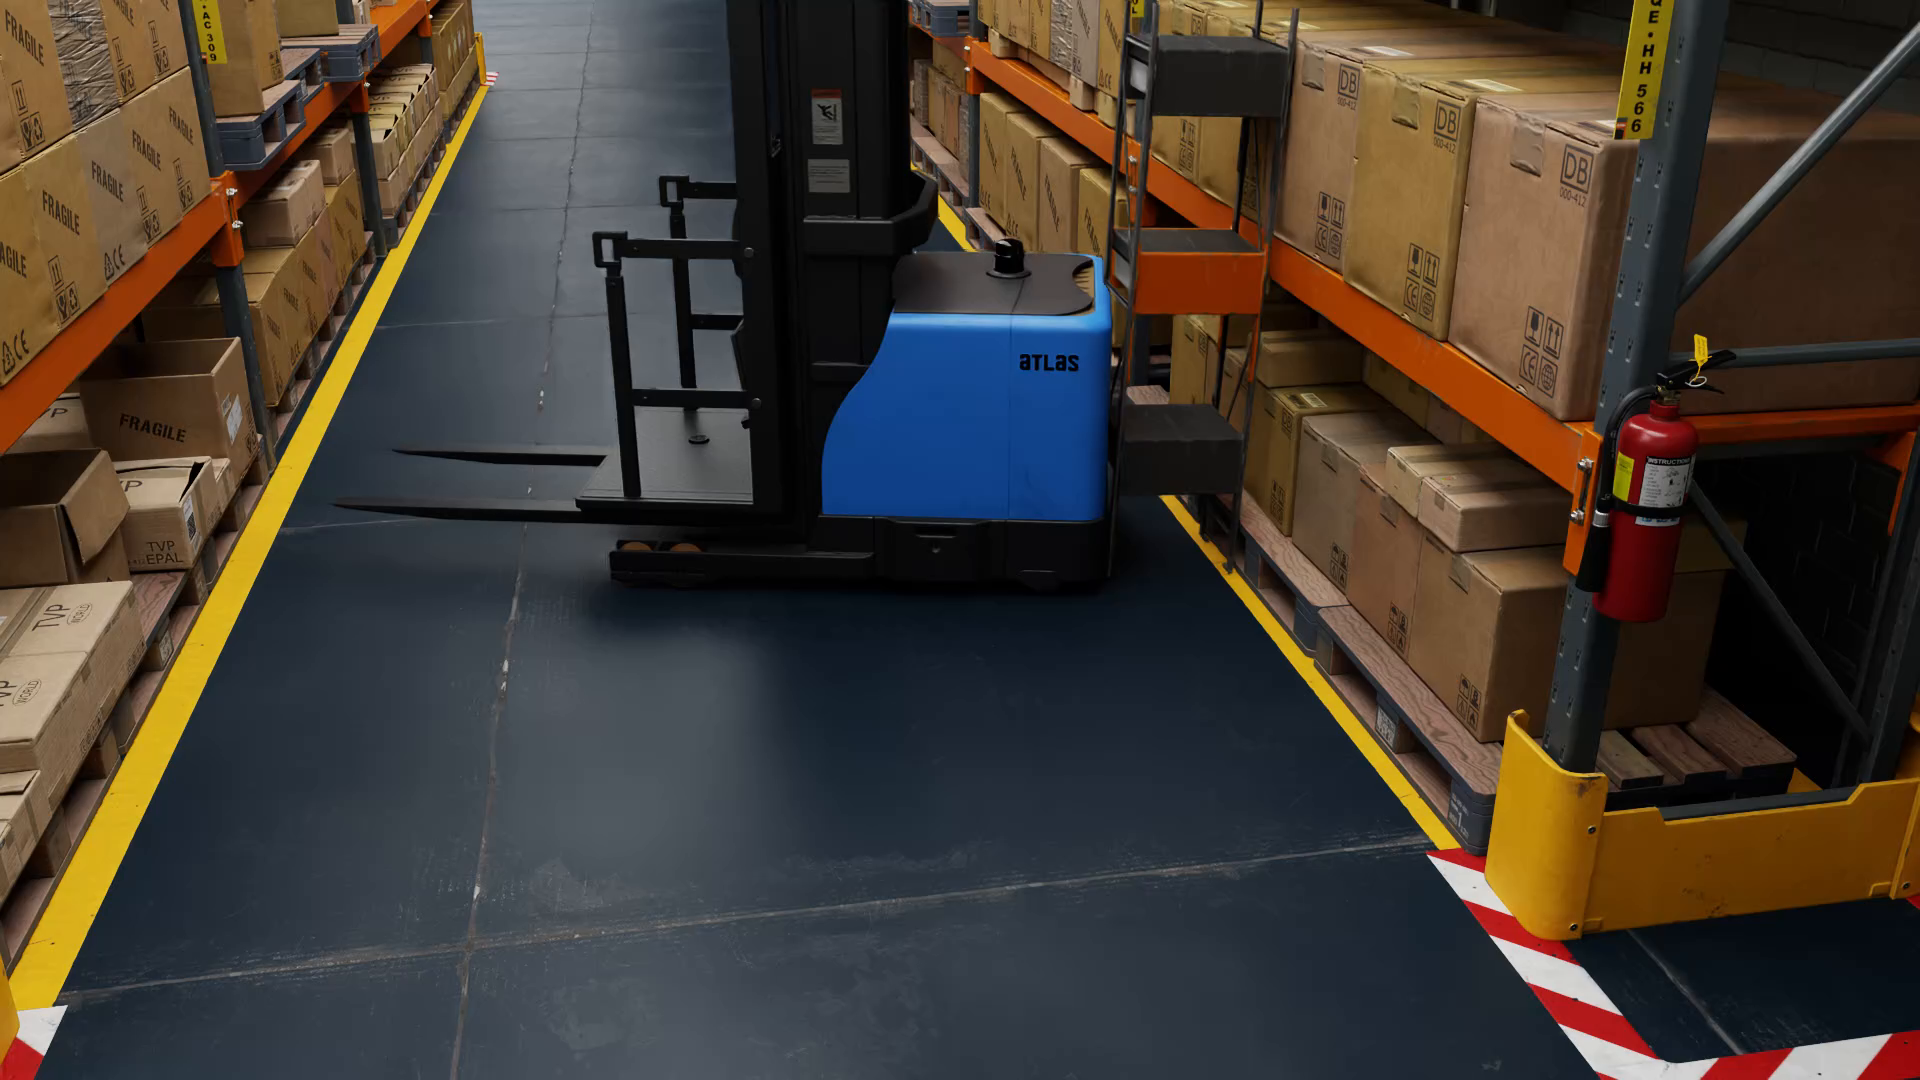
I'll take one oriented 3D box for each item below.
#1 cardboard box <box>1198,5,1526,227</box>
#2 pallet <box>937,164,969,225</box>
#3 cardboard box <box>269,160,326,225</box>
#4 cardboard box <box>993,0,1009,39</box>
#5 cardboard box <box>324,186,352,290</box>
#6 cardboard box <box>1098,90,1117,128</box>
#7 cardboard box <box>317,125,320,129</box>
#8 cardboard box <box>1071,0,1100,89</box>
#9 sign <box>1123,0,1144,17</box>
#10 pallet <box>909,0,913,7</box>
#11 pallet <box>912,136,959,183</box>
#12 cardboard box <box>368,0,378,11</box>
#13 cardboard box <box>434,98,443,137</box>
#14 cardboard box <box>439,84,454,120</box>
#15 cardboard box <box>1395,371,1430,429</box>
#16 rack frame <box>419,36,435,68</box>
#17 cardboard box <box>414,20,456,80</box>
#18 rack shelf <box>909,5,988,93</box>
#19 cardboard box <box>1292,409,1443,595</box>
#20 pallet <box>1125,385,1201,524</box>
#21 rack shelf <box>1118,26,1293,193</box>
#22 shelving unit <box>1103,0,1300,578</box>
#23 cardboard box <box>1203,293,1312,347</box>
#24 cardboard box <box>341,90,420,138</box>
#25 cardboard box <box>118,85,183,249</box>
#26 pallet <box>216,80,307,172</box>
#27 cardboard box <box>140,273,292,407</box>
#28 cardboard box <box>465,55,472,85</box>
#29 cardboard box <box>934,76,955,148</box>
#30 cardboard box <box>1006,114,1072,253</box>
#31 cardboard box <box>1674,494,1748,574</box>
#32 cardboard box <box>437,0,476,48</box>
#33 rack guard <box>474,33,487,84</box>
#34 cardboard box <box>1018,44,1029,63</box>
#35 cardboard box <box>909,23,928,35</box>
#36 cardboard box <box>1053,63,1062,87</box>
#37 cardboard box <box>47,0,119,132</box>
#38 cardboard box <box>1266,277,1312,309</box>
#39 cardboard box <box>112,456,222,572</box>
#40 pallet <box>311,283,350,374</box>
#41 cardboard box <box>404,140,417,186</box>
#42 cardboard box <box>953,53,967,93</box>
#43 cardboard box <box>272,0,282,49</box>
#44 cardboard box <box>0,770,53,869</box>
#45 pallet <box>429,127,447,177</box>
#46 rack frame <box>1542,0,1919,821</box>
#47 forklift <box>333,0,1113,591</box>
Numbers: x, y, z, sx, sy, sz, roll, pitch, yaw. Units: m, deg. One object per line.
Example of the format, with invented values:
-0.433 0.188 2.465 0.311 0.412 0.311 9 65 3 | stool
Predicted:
1.517 -1.650 6.406 0.980 0.700 0.700 -5 24 -11 | cardboard box
0.421 -2.618 12.480 1.003 0.211 1.213 -4 24 -10 | pallet
-3.692 -1.845 8.864 0.500 0.250 0.500 -5 24 -11 | cardboard box
0.490 -3.363 10.180 0.500 0.500 0.500 -4 24 -8 | cardboard box
-3.805 -1.722 9.519 0.500 0.500 0.500 -5 24 -12 | cardboard box
0.893 -2.118 8.142 0.380 0.149 0.250 -4 24 -9 | cardboard box
-4.745 -2.801 11.626 0.500 0.311 0.500 -5 24 -11 | cardboard box
0.866 -2.569 8.363 0.500 0.500 0.500 -4 24 -9 | cardboard box
0.772 -2.465 7.299 0.100 0.325 0.005 -4 24 -10 | sign
0.158 -4.276 13.032 1.003 0.211 1.213 -4 24 -10 | pallet
0.199 -3.097 13.577 1.003 0.211 1.213 -4 24 -10 | pallet
-4.820 -4.329 12.789 0.500 0.500 0.500 -3 24 -6 | cardboard box
-4.682 -3.584 14.120 0.500 0.250 0.500 -5 24 -10 | cardboard box
-4.831 -3.931 14.913 0.500 0.250 0.500 -4 24 -10 | cardboard box
1.799 -0.518 5.976 0.380 0.149 0.250 -4 24 -9 | cardboard box
-5.043 -4.793 13.978 1.000 3.000 0.127 -4 24 -10 | rack frame
-4.922 -4.471 15.213 0.500 0.500 0.500 -4 24 -10 | cardboard box
0.194 -4.045 13.163 1.077 0.370 4.000 -4 24 -10 | rack shelf
1.629 -0.151 5.946 0.700 0.500 0.500 -5 24 -11 | cardboard box
1.367 -0.432 7.476 1.003 0.211 1.213 -4 24 -10 | pallet
0.851 -1.533 5.896 0.480 0.518 0.431 -1 24 -10 | rack shelf
0.821 -0.904 6.167 0.503 2.100 0.431 -1 24 -10 | shelving unit
1.225 -0.909 6.872 0.380 0.149 0.250 -4 24 -8 | cardboard box
-4.405 -3.246 12.645 0.500 0.311 0.500 -5 24 -10 | cardboard box
-3.123 -1.312 5.882 0.500 0.500 0.500 -4 24 -8 | cardboard box
-3.605 -1.881 7.549 1.003 0.211 1.213 -4 24 -10 | pallet
-3.414 -0.911 7.662 0.500 0.500 0.500 -5 24 -12 | cardboard box
-5.195 -4.718 16.715 0.500 0.250 0.500 -4 24 -10 | cardboard box
0.176 -3.526 13.649 0.700 0.500 0.500 -4 24 -9 | cardboard box
0.727 -2.152 10.090 0.750 0.750 0.750 -4 24 -10 | cardboard box
2.035 -0.019 4.834 0.380 0.149 0.250 -4 24 -9 | cardboard box
-5.391 -5.454 17.464 0.500 0.500 0.500 -4 24 -10 | cardboard box
-5.787 -5.231 18.102 1.175 0.500 0.348 -4 24 -10 | rack guard
0.569 -3.035 10.241 0.380 0.149 0.250 -5 24 -10 | cardboard box
-0.684 -4.996 17.014 0.700 0.500 0.500 -6 24 -13 | cardboard box
0.733 -2.629 9.311 0.380 0.149 0.250 -4 24 -8 | cardboard box
-3.026 -1.571 5.226 0.500 0.500 0.500 -4 24 -9 | cardboard box
1.509 -1.129 7.375 0.380 0.149 0.250 -4 24 -10 | cardboard box
-3.041 -0.118 6.082 0.500 0.311 0.500 -4 24 -10 | cardboard box
-3.981 -1.167 9.158 1.003 0.211 1.213 -4 24 -10 | pallet
-4.308 -2.782 12.283 0.500 0.250 0.500 -5 24 -11 | cardboard box
0.236 -3.698 13.106 0.500 0.250 0.500 -4 24 -10 | cardboard box
-4.095 -2.845 8.867 0.700 0.500 0.500 0 24 0 | cardboard box
-2.610 0.735 4.310 0.380 0.166 0.250 -4 24 -10 | cardboard box
-4.869 -3.229 13.879 1.003 0.211 1.213 -4 24 -10 | pallet
2.043 -0.441 4.013 1.000 3.000 0.127 -4 24 -10 | rack frame
-0.927 -1.369 6.223 3.031 2.935 1.130 2 24 4 | forklift
